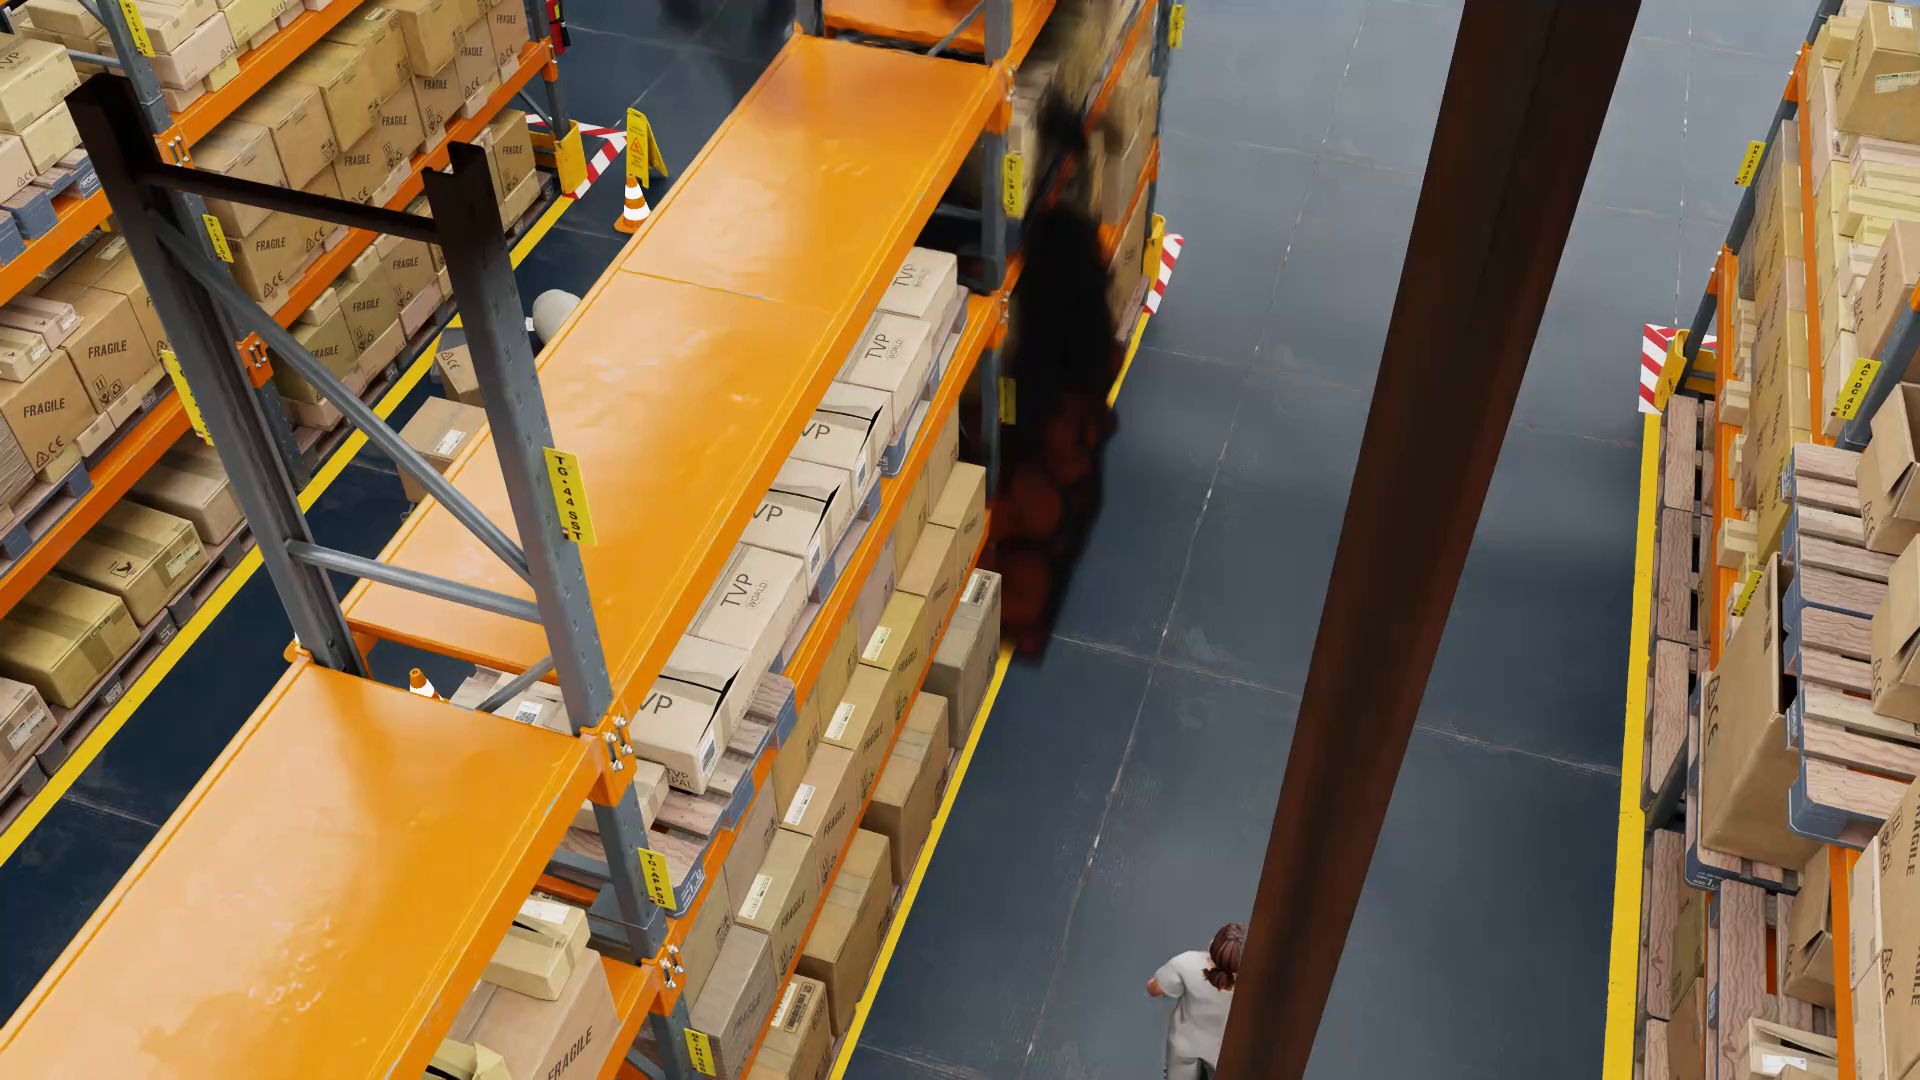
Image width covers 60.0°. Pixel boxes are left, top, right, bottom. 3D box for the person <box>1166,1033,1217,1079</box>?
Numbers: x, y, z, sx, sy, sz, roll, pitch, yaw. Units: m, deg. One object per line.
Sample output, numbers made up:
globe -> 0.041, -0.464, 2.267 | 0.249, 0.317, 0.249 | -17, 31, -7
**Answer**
person -> 1.065, 2.392, 7.440 | 0.341, 1.172, 0.592 | 14, 47, 13
